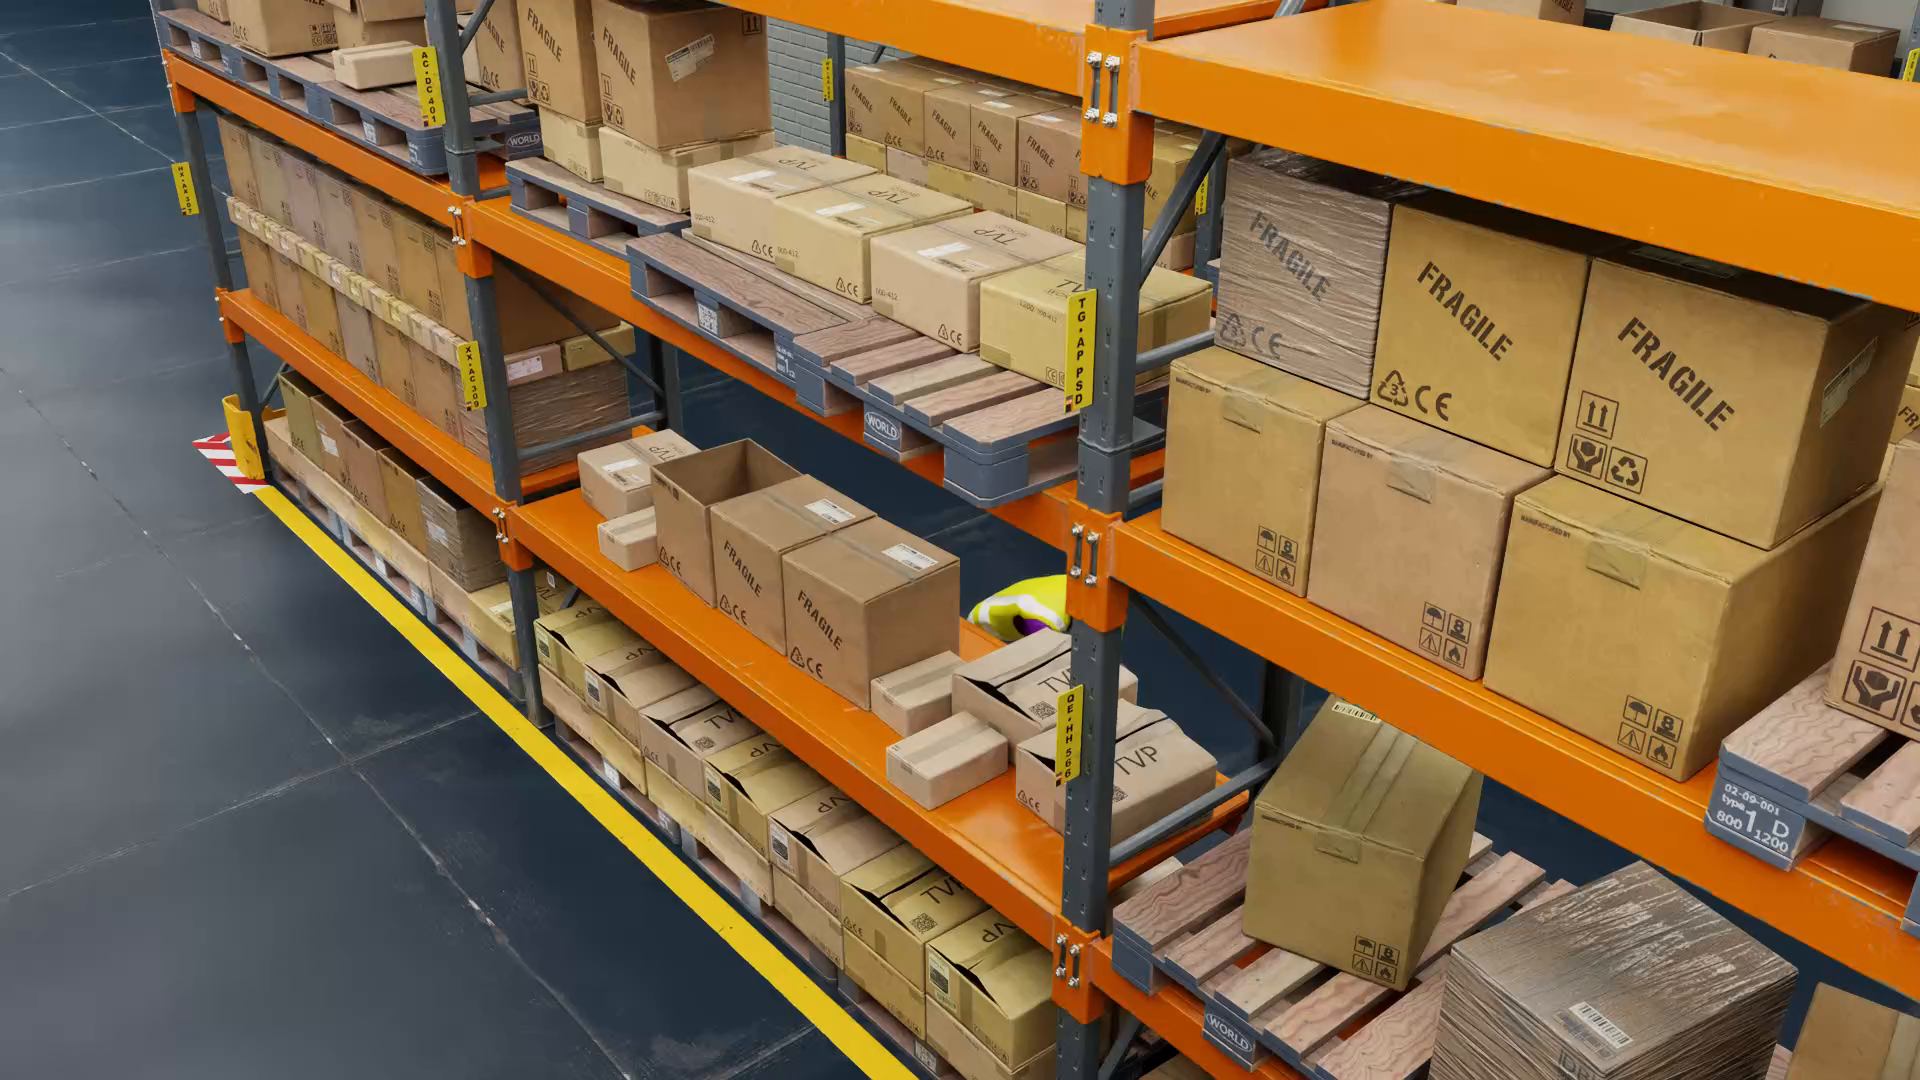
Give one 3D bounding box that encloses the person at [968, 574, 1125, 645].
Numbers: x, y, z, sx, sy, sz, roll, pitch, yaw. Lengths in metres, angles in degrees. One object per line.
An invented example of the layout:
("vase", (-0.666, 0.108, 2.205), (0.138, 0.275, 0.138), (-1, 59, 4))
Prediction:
("person", (0.468, 0.544, 8.476), (0.569, 0.926, 0.896), (-22, 35, -35))
